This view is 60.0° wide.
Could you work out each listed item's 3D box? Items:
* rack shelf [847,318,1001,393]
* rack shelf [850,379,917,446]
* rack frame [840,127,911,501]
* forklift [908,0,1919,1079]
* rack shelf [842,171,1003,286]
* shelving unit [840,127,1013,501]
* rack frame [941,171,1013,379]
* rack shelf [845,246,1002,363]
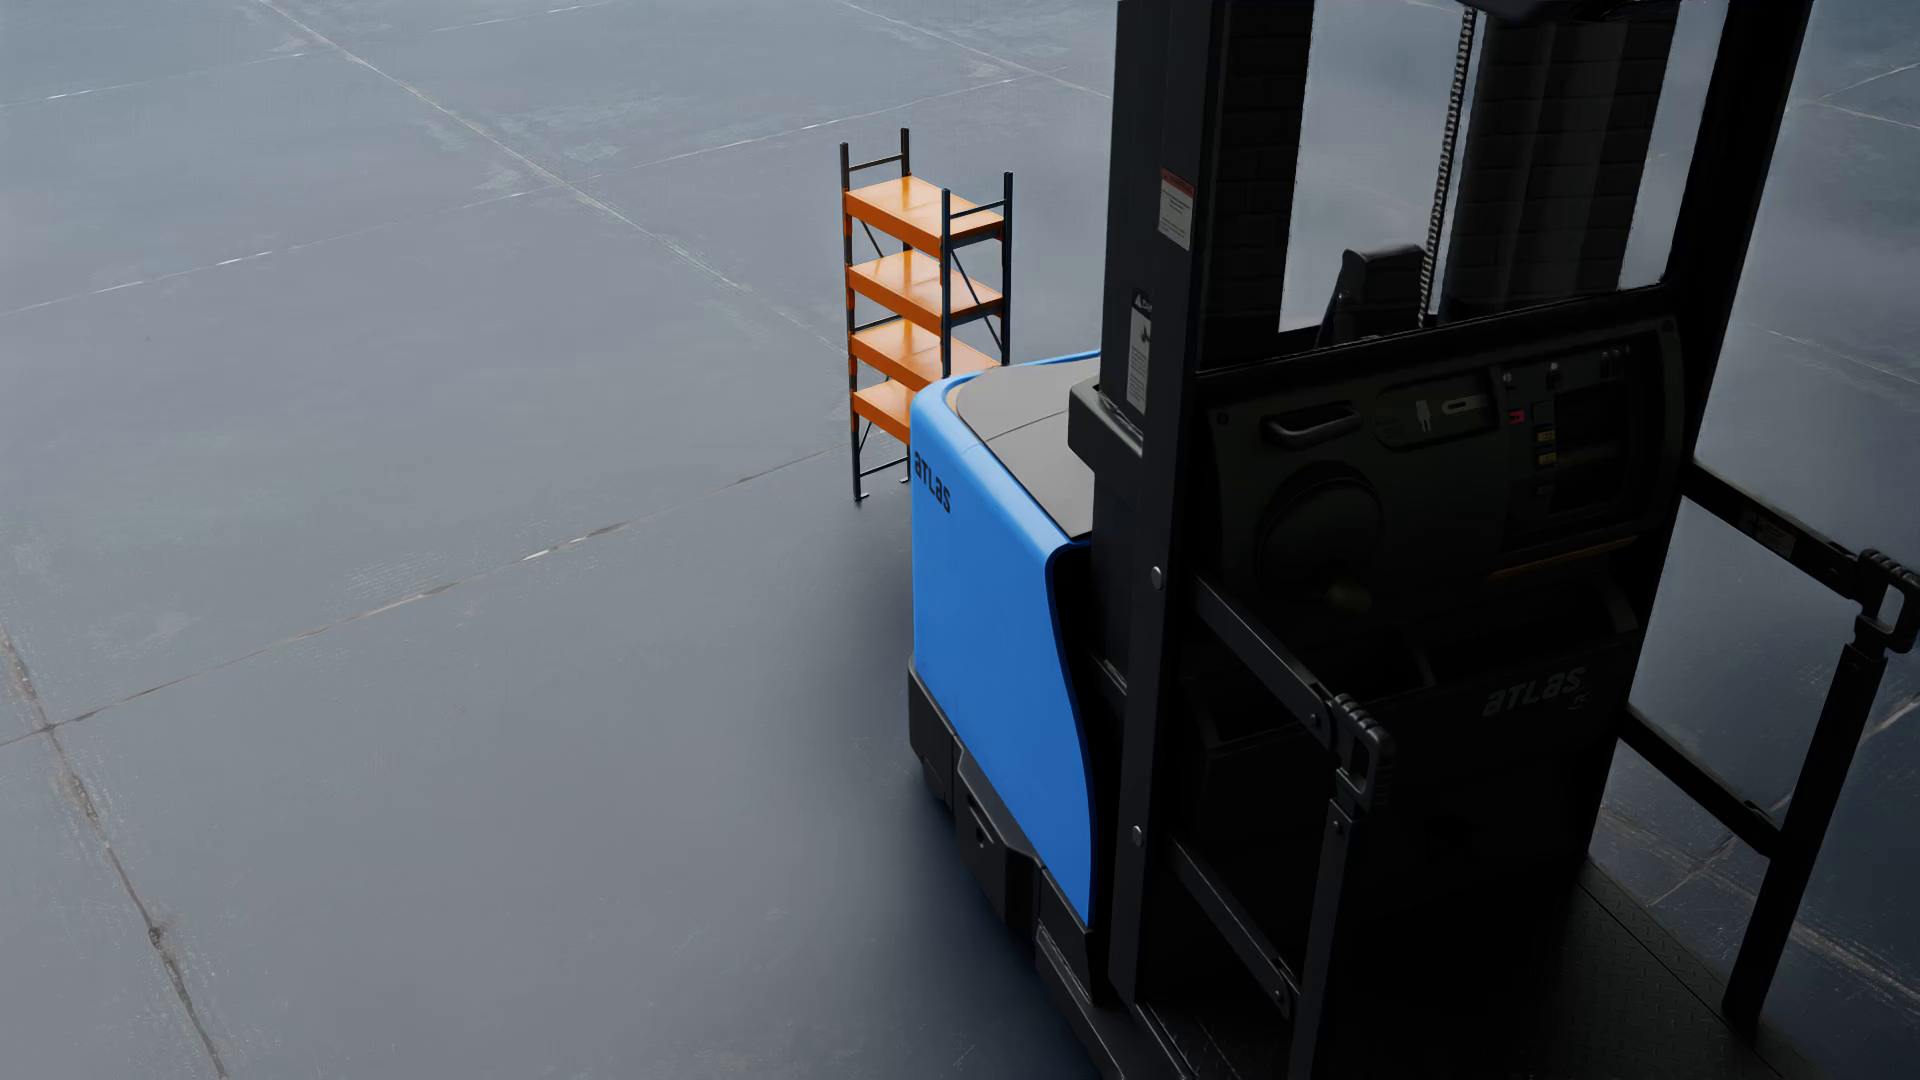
[{"bbox_3d":[-0.101,-0.522,5.080,0.258,0.148,0.480,-22,38,-31],"label":"rack shelf"},{"bbox_3d":[-0.101,-0.353,5.185,0.258,0.148,0.480,-22,38,-31],"label":"rack shelf"},{"bbox_3d":[-0.251,-0.680,5.208,0.240,1.200,0.015,-22,38,-31],"label":"rack frame"},{"bbox_3d":[0.907,-0.074,2.592,1.130,2.935,3.031,-13,34,-19],"label":"forklift"},{"bbox_3d":[-0.101,-0.912,4.837,0.258,0.148,0.480,-22,38,-31],"label":"rack shelf"},{"bbox_3d":[-0.101,-0.579,5.045,0.258,1.200,0.503,-22,38,-31],"label":"shelving unit"},{"bbox_3d":[0.048,-0.477,4.881,0.240,1.200,0.015,-22,38,-31],"label":"rack frame"},{"bbox_3d":[-0.101,-0.712,4.962,0.258,0.148,0.480,-22,38,-31],"label":"rack shelf"}]
